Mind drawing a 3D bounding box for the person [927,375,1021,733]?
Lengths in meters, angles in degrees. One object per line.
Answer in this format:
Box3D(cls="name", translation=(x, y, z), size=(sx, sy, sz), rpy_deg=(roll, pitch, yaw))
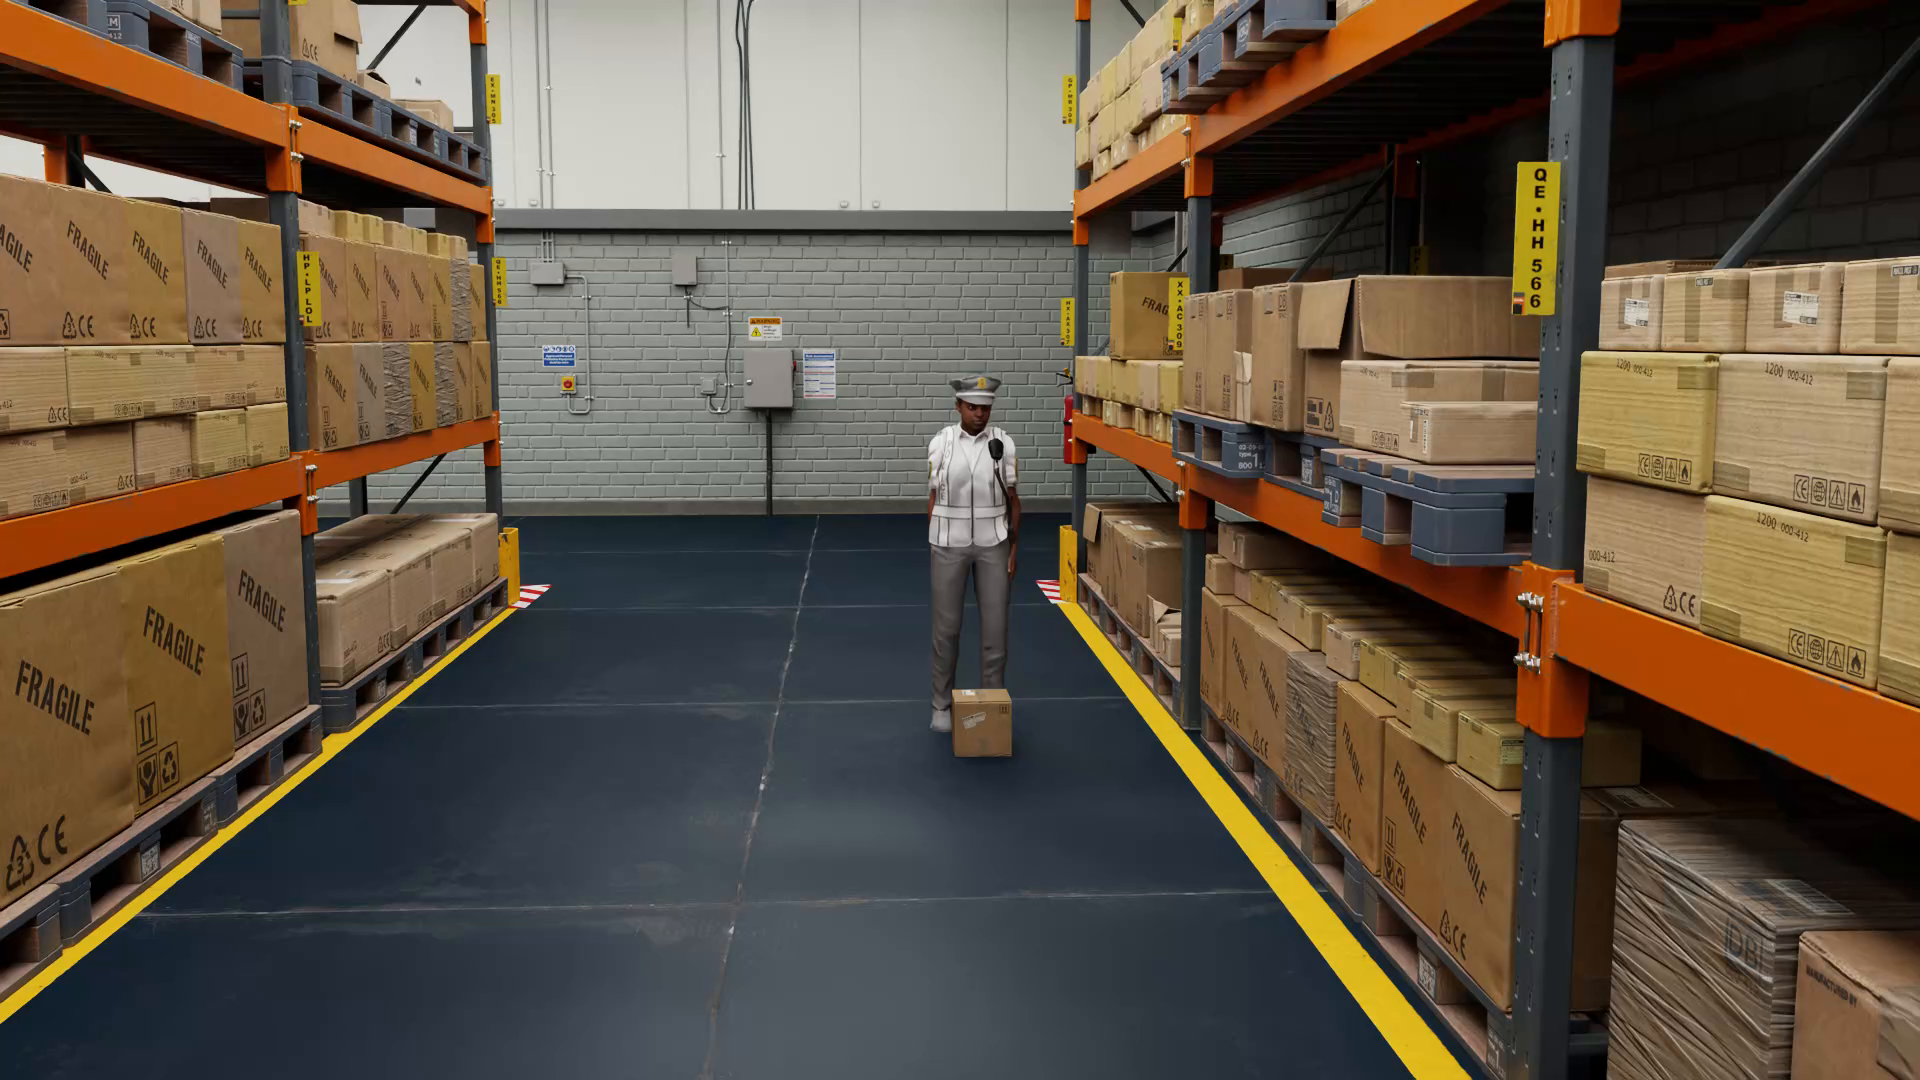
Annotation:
Box3D(cls="person", translation=(0.067, 0.067, 7.793), size=(0.438, 1.675, 0.341), rpy_deg=(-1, 7, -5))
